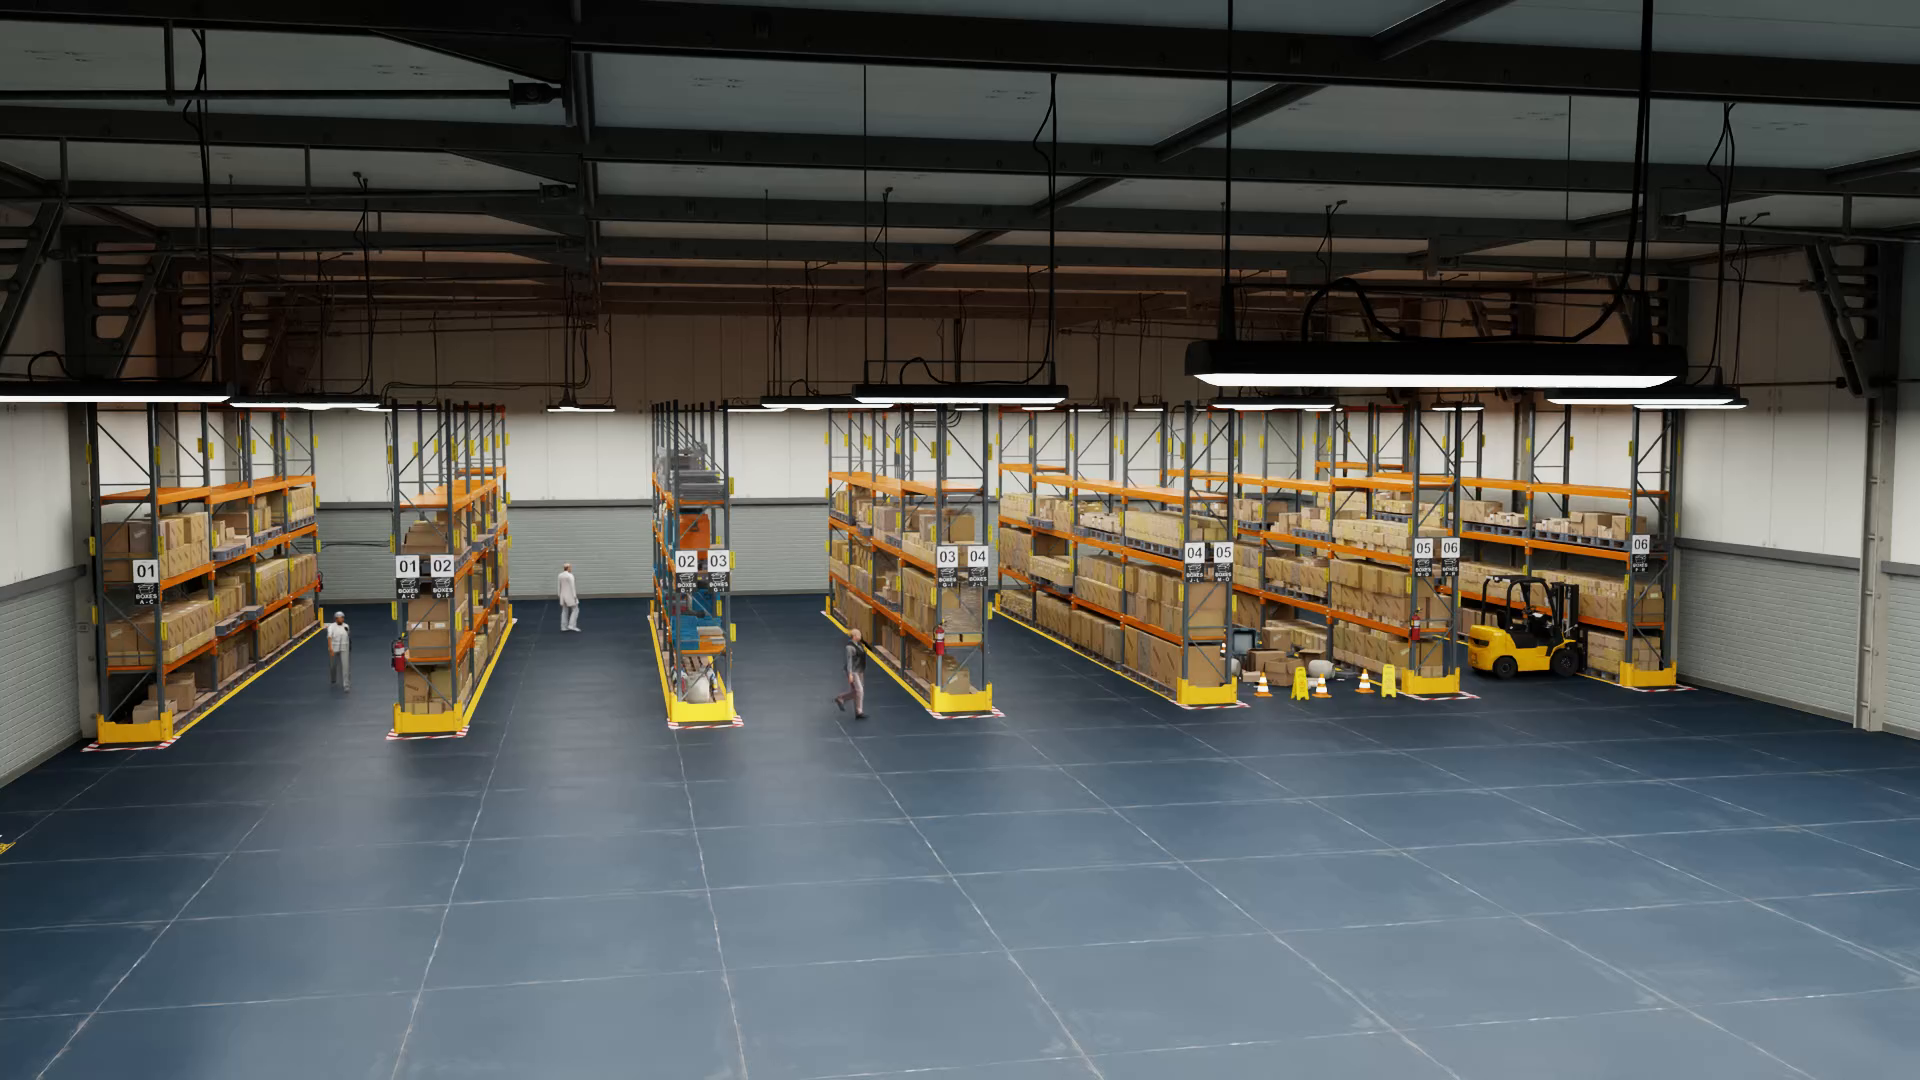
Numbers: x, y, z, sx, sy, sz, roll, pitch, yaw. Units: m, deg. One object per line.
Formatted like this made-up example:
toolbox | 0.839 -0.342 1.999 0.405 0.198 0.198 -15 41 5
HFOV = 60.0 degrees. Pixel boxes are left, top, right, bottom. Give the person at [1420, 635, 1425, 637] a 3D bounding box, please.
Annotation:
person | 10.612 2.025 38.265 0.518 1.660 0.595 -2 5 -27

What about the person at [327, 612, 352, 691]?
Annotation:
person | -12.895 2.290 34.557 0.471 1.615 0.981 -2 5 -22

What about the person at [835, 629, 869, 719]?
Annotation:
person | -2.044 2.505 31.417 0.854 1.691 0.540 2 5 27

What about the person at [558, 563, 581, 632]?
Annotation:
person | -10.385 1.527 44.027 0.675 1.814 0.450 3 5 35
